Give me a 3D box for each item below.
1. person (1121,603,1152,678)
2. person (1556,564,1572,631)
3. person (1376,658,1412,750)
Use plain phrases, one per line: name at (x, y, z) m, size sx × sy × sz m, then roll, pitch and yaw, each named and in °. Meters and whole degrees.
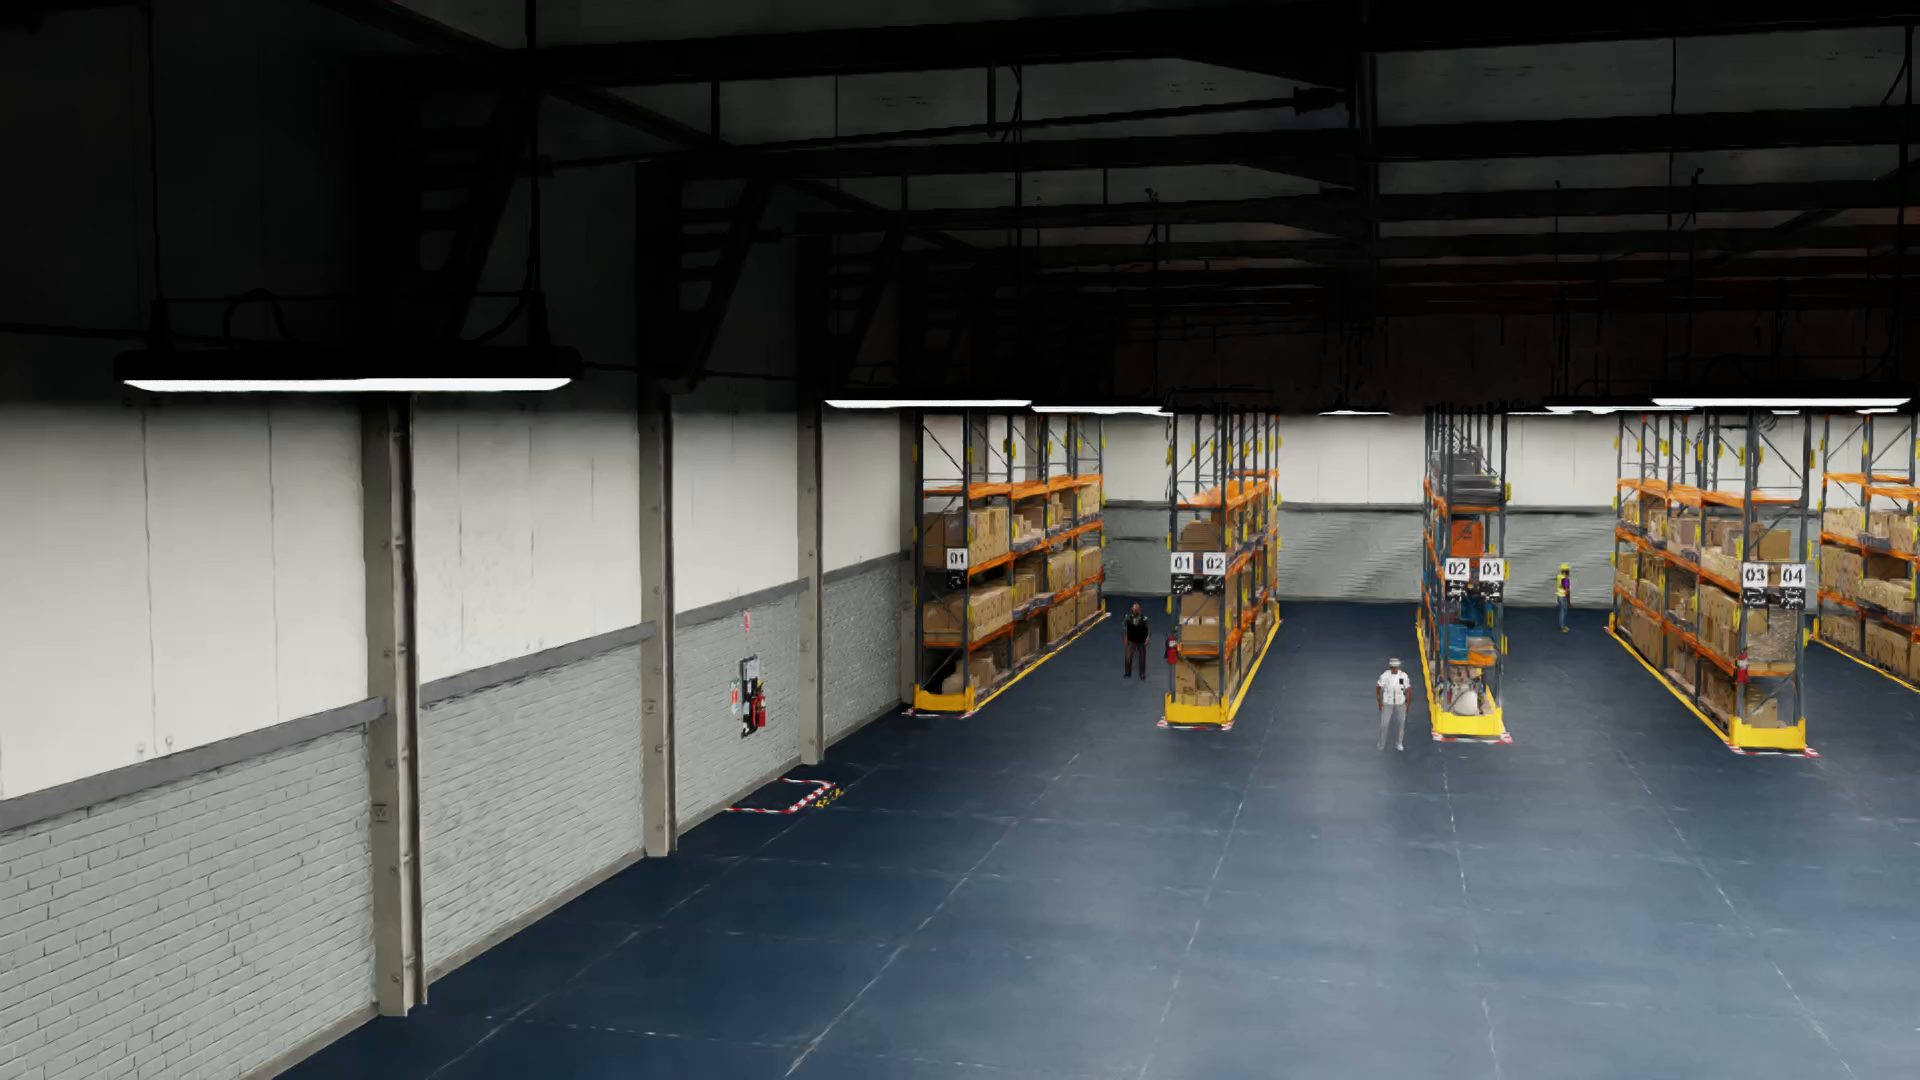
person at (3.869, 2.203, 36.449) m, size 0.677 × 1.674 × 0.534 m, roll 1°, pitch 4°, yaw 12°
person at (16.196, 1.531, 44.568) m, size 0.390 × 1.766 × 0.669 m, roll 0°, pitch 4°, yaw 2°
person at (7.451, 2.806, 28.578) m, size 0.592 × 1.629 × 0.531 m, roll 1°, pitch 4°, yaw 12°
